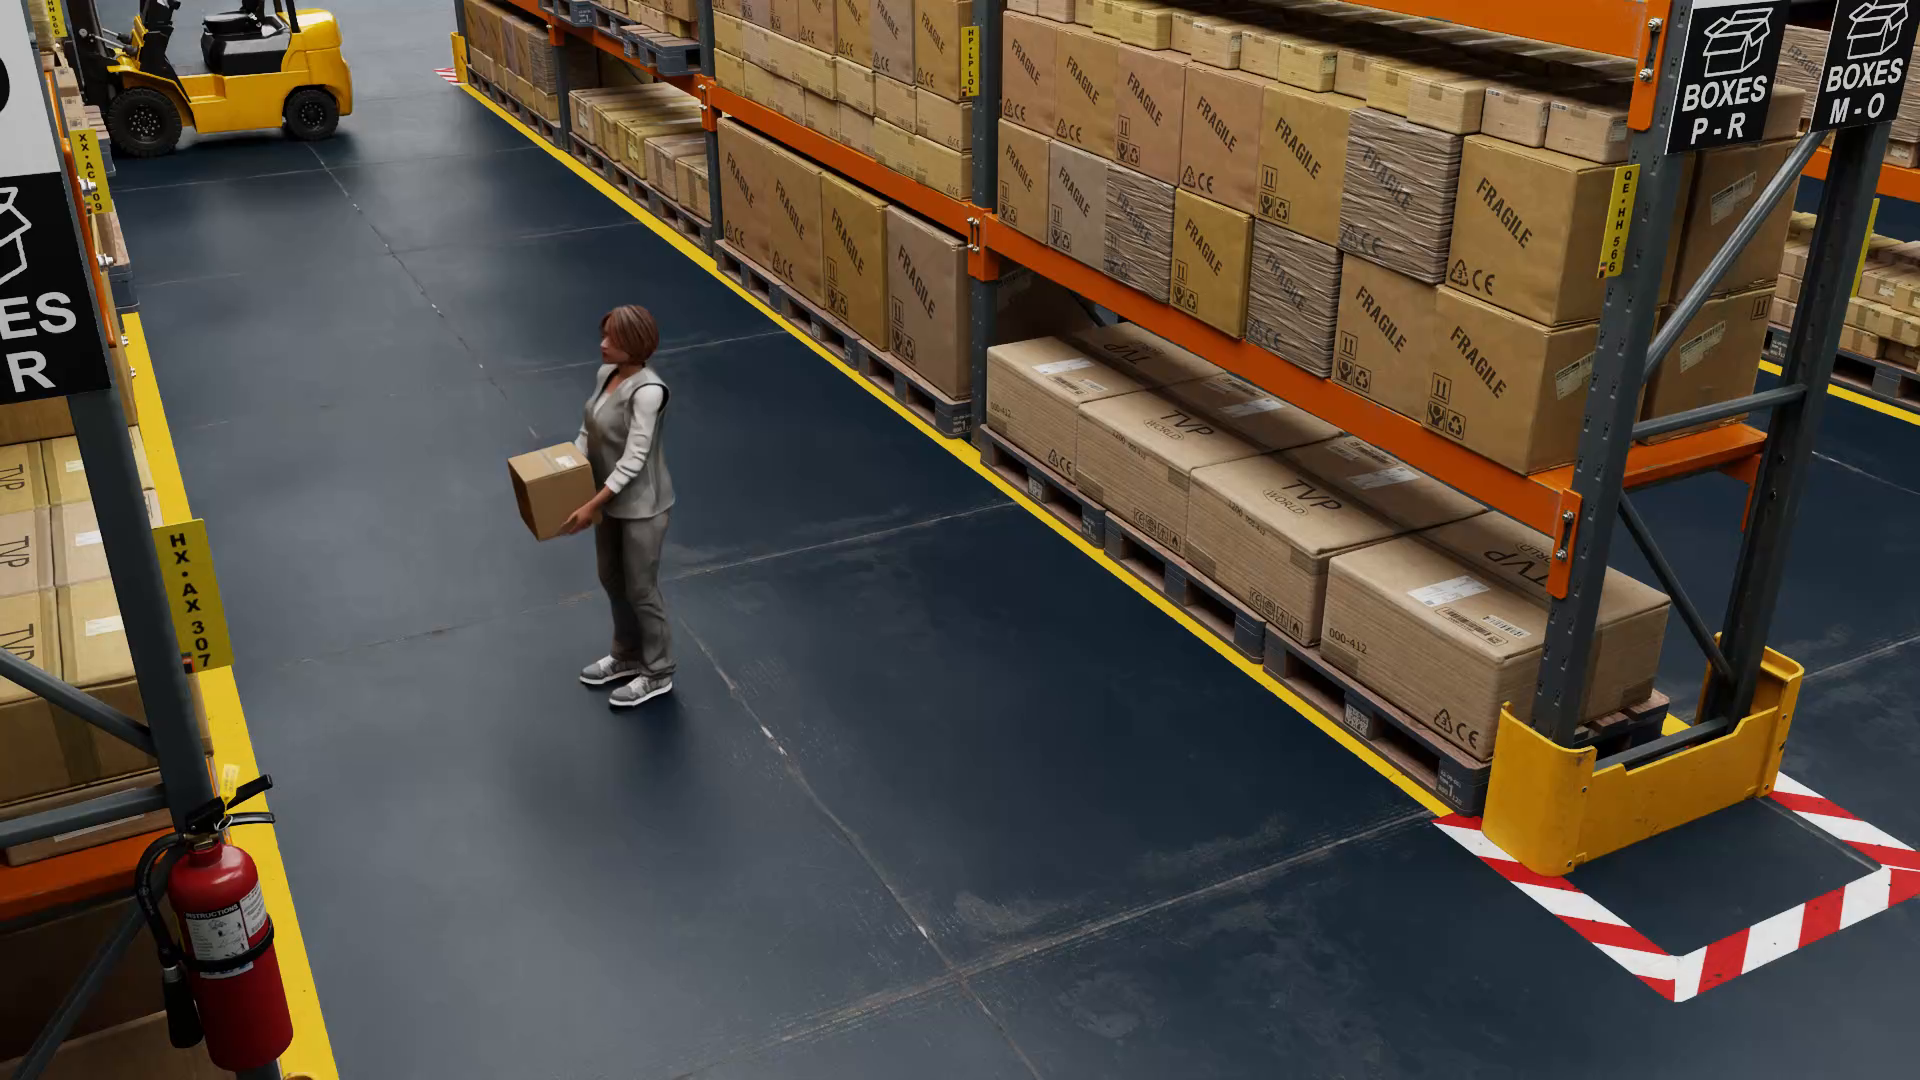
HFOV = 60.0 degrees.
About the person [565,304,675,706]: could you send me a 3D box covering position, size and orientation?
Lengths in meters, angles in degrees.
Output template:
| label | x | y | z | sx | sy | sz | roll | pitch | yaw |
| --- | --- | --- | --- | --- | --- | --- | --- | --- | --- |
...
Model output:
| label | x | y | z | sx | sy | sz | roll | pitch | yaw |
| --- | --- | --- | --- | --- | --- | --- | --- | --- | --- |
| person | -1.325 | -0.109 | 6.341 | 0.473 | 1.599 | 0.428 | -17 | 31 | -31 |
